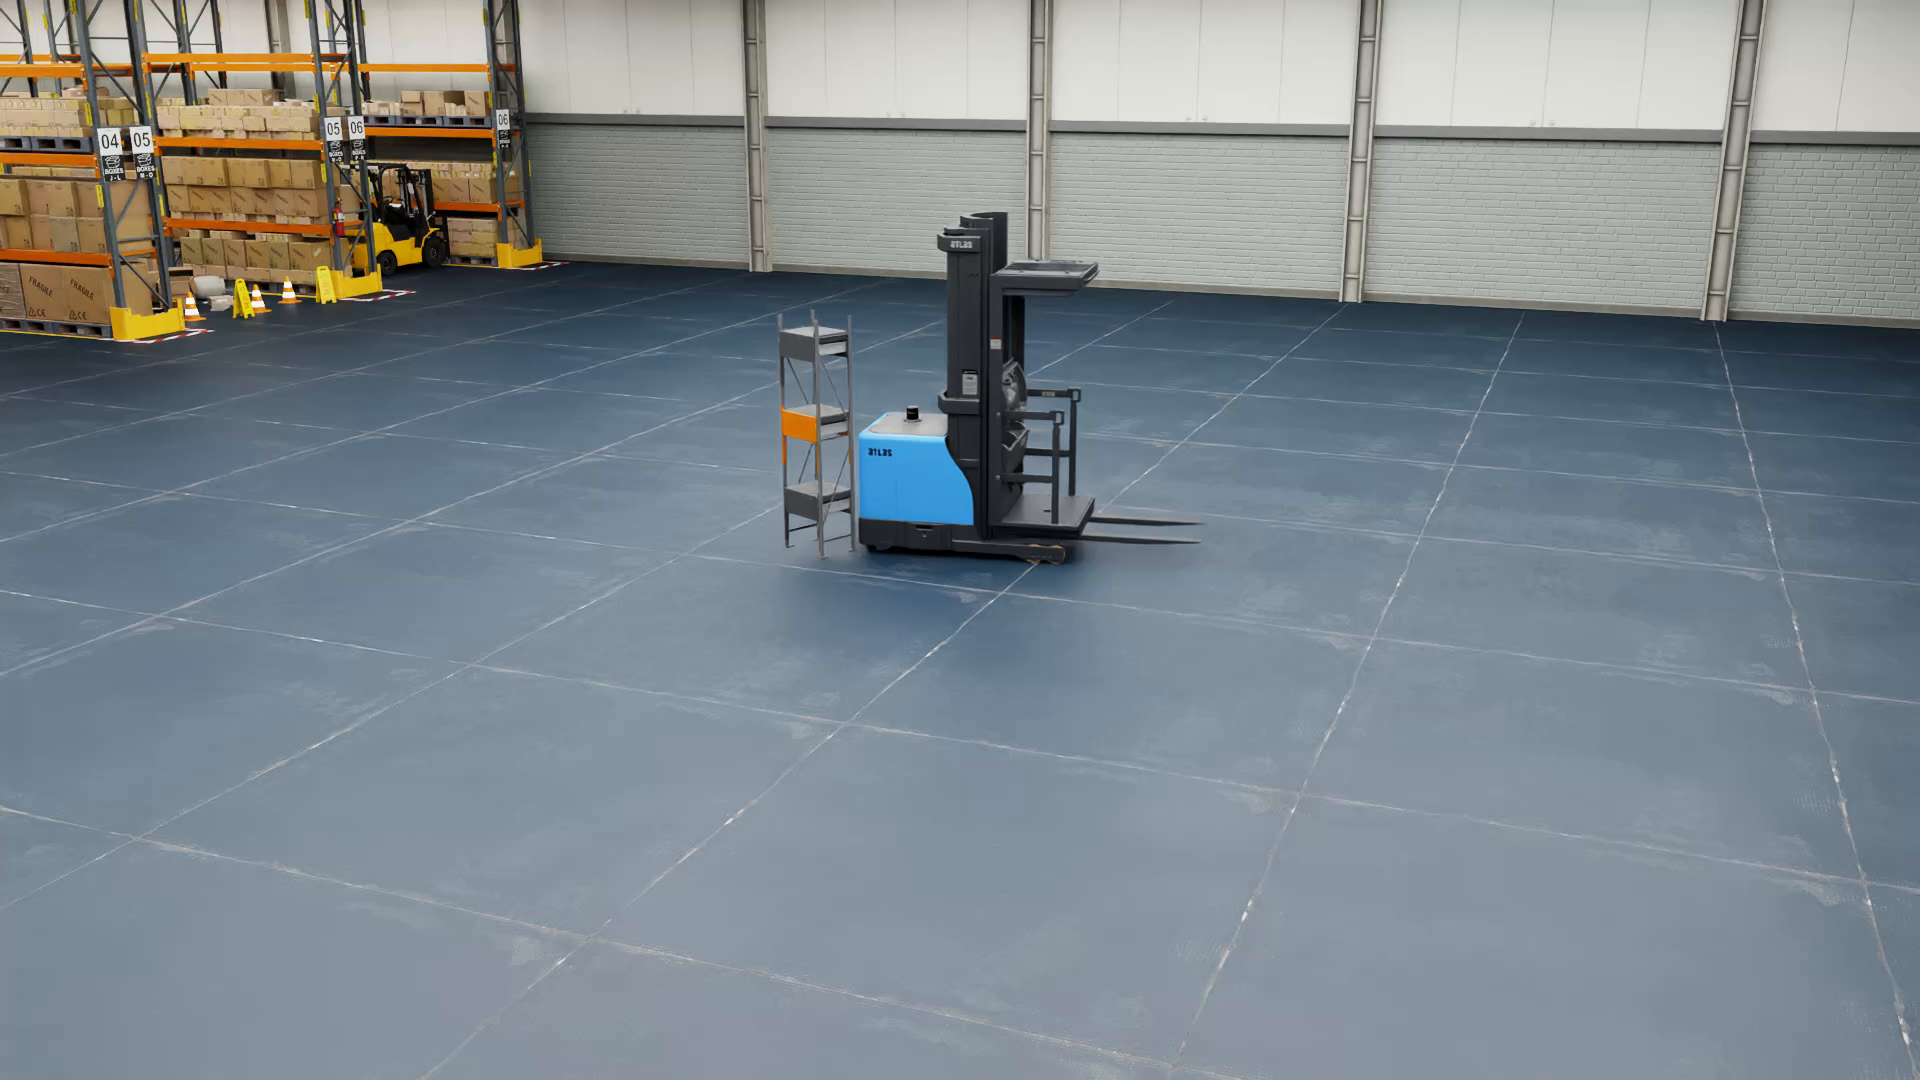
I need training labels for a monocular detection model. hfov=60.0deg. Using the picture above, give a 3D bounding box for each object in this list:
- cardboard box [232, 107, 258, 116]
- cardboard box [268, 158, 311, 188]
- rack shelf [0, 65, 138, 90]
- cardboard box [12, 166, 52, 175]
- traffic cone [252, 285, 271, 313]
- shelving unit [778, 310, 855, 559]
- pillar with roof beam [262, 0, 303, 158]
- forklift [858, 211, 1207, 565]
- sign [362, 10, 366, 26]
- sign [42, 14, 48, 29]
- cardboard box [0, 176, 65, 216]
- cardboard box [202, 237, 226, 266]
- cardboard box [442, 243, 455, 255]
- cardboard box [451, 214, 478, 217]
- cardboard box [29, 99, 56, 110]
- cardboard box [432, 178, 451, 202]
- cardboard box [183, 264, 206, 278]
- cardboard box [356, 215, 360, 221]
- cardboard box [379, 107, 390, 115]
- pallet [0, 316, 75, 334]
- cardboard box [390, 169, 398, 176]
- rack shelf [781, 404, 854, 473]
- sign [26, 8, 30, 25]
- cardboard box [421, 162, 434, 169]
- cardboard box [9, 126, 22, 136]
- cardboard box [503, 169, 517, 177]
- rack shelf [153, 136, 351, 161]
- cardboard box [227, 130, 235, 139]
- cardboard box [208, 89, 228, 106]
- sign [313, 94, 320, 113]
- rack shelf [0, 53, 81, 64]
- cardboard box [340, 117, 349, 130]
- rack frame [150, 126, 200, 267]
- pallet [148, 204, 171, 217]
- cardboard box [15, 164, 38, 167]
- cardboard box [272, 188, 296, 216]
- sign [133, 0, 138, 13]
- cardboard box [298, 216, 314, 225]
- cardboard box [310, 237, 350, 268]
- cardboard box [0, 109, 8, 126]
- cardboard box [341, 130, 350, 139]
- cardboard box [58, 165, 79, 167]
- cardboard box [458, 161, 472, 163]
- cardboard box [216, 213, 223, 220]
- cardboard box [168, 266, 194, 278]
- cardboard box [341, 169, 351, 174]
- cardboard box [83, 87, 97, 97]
[{"bbox_3d":[-13.038,-7.816,30.356,0.250,0.149,0.380,7,18,22],"label":"cardboard box"},{"bbox_3d":[-12.199,-6.727,30.460,0.500,0.500,0.700,6,17,21],"label":"cardboard box"},{"bbox_3d":[-14.759,-7.261,26.051,4.000,0.370,1.077,6,17,21],"label":"rack shelf"},{"bbox_3d":[-18.284,-7.112,32.825,0.500,0.500,0.500,6,17,19],"label":"cardboard box"},{"bbox_3d":[-12.140,-4.175,28.726,0.334,0.463,0.336,6,17,21],"label":"traffic cone"},{"bbox_3d":[-1.254,-0.930,14.611,0.431,2.100,0.503,-15,22,-42],"label":"shelving unit"},{"bbox_3d":[-16.836,-9.978,33.403,0.400,9.000,9.100,6,17,21],"label":"pillar with roof beam"},{"bbox_3d":[0.666,-1.354,14.582,3.031,2.935,1.130,3,17,12],"label":"forklift"},{"bbox_3d":[-12.853,-11.251,35.829,0.005,0.325,0.100,6,17,21],"label":"sign"},{"bbox_3d":[-20.737,-11.751,37.693,0.005,0.325,0.100,6,17,21],"label":"sign"},{"bbox_3d":[-14.786,-5.497,26.522,0.500,0.550,0.875,6,17,21],"label":"cardboard box"},{"bbox_3d":[-13.945,-5.475,31.487,0.500,0.500,0.500,7,18,23],"label":"cardboard box"},{"bbox_3d":[-10.832,-6.249,35.497,0.500,0.250,0.500,6,17,21],"label":"cardboard box"},{"bbox_3d":[-10.663,-6.858,35.803,0.500,0.250,0.500,6,17,20],"label":"cardboard box"},{"bbox_3d":[-14.047,-6.690,25.545,0.250,0.149,0.380,7,17,22],"label":"cardboard box"},{"bbox_3d":[-10.868,-7.433,35.217,0.500,0.500,0.500,6,17,20],"label":"cardboard box"},{"bbox_3d":[-14.447,-5.167,31.770,0.500,0.250,0.500,5,17,18],"label":"cardboard box"},{"bbox_3d":[-12.744,-6.934,36.065,0.500,0.250,0.500,6,17,20],"label":"cardboard box"},{"bbox_3d":[-12.058,-9.070,35.174,0.250,0.149,0.380,7,18,22],"label":"cardboard box"},{"bbox_3d":[-14.802,-3.560,27.059,1.213,0.211,1.003,6,17,21],"label":"pallet"},{"bbox_3d":[-11.939,-7.845,35.475,0.250,0.149,0.380,6,17,20],"label":"cardboard box"},{"bbox_3d":[-1.254,-0.917,14.615,0.431,0.518,0.480,-15,22,-42],"label":"rack shelf"},{"bbox_3d":[-18.428,-10.335,32.814,0.005,0.325,0.100,6,17,21],"label":"sign"},{"bbox_3d":[-11.198,-7.934,35.248,0.250,0.149,0.380,7,17,21],"label":"cardboard box"},{"bbox_3d":[-14.513,-6.359,25.834,0.250,0.149,0.380,6,17,21],"label":"cardboard box"},{"bbox_3d":[-9.578,-7.756,35.168,0.250,0.149,0.380,6,17,19],"label":"cardboard box"},{"bbox_3d":[-13.036,-7.307,30.872,4.000,0.370,1.077,6,17,21],"label":"rack shelf"},{"bbox_3d":[-13.260,-7.482,30.637,0.250,0.149,0.380,6,17,21],"label":"cardboard box"},{"bbox_3d":[-16.216,-9.714,36.762,0.500,0.500,0.500,6,17,21],"label":"cardboard box"},{"bbox_3d":[-11.398,-7.731,29.454,0.005,0.325,0.100,6,17,21],"label":"sign"},{"bbox_3d":[-22.382,-11.261,39.118,4.000,0.370,1.077,6,17,21],"label":"rack shelf"},{"bbox_3d":[-11.546,-7.639,30.461,0.500,0.250,0.500,6,17,20],"label":"cardboard box"},{"bbox_3d":[-14.897,-6.416,31.894,0.127,3.000,1.000,6,17,21],"label":"rack frame"},{"bbox_3d":[-15.554,-6.440,32.320,1.213,0.211,1.003,6,17,21],"label":"pallet"},{"bbox_3d":[-18.987,-7.467,33.543,0.500,0.500,0.500,6,17,19],"label":"cardboard box"},{"bbox_3d":[-12.246,-6.234,30.555,0.500,0.500,0.500,6,17,21],"label":"cardboard box"},{"bbox_3d":[-12.689,-8.262,25.532,0.005,0.325,0.100,6,17,21],"label":"sign"},{"bbox_3d":[-11.879,-5.866,30.451,0.250,0.149,0.380,6,17,20],"label":"cardboard box"},{"bbox_3d":[-11.847,-5.405,31.244,0.500,0.500,0.500,6,17,19],"label":"cardboard box"},{"bbox_3d":[-14.856,-6.606,25.971,0.500,0.250,0.500,6,17,21],"label":"cardboard box"},{"bbox_3d":[-11.365,-7.445,30.509,0.250,0.149,0.380,6,17,21],"label":"cardboard box"},{"bbox_3d":[-17.608,-7.193,33.106,0.500,0.500,0.500,6,17,20],"label":"cardboard box"},{"bbox_3d":[-10.553,-7.995,35.458,0.250,0.149,0.380,7,18,22],"label":"cardboard box"},{"bbox_3d":[-13.732,-6.095,31.239,0.250,0.149,0.380,6,17,20],"label":"cardboard box"},{"bbox_3d":[-14.399,-4.754,30.649,0.500,0.500,0.500,-9,18,-27],"label":"cardboard box"},{"bbox_3d":[-13.478,-8.041,36.148,0.250,0.149,0.380,7,18,23],"label":"cardboard box"},{"bbox_3d":[-20.211,-10.420,38.548,0.258,0.266,0.396,6,17,20],"label":"cardboard box"}]
